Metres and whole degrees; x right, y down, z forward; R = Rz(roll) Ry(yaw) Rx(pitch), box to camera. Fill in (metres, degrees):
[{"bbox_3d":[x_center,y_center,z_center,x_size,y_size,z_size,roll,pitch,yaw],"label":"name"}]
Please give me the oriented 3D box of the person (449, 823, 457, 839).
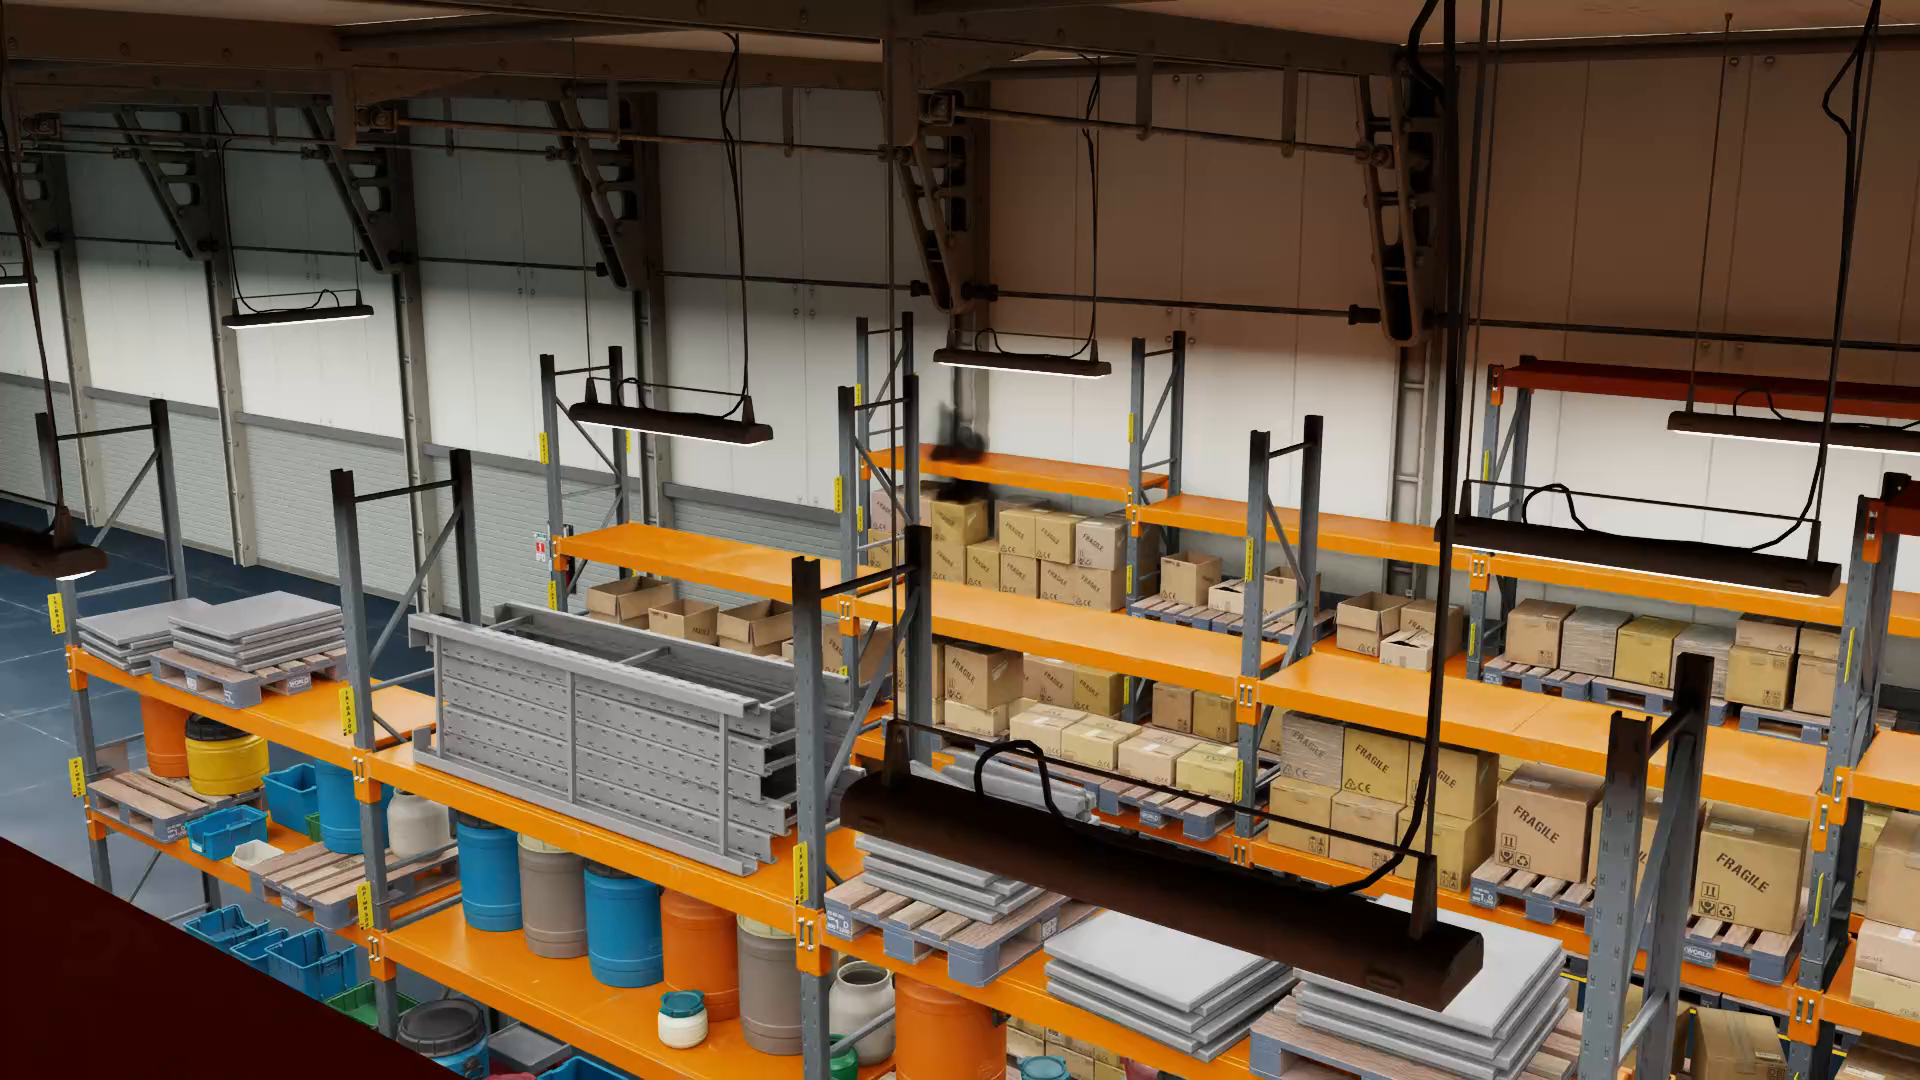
[{"bbox_3d":[-5.921,2.956,18.979,0.616,1.629,0.682,-5,14,-21],"label":"person"}]
